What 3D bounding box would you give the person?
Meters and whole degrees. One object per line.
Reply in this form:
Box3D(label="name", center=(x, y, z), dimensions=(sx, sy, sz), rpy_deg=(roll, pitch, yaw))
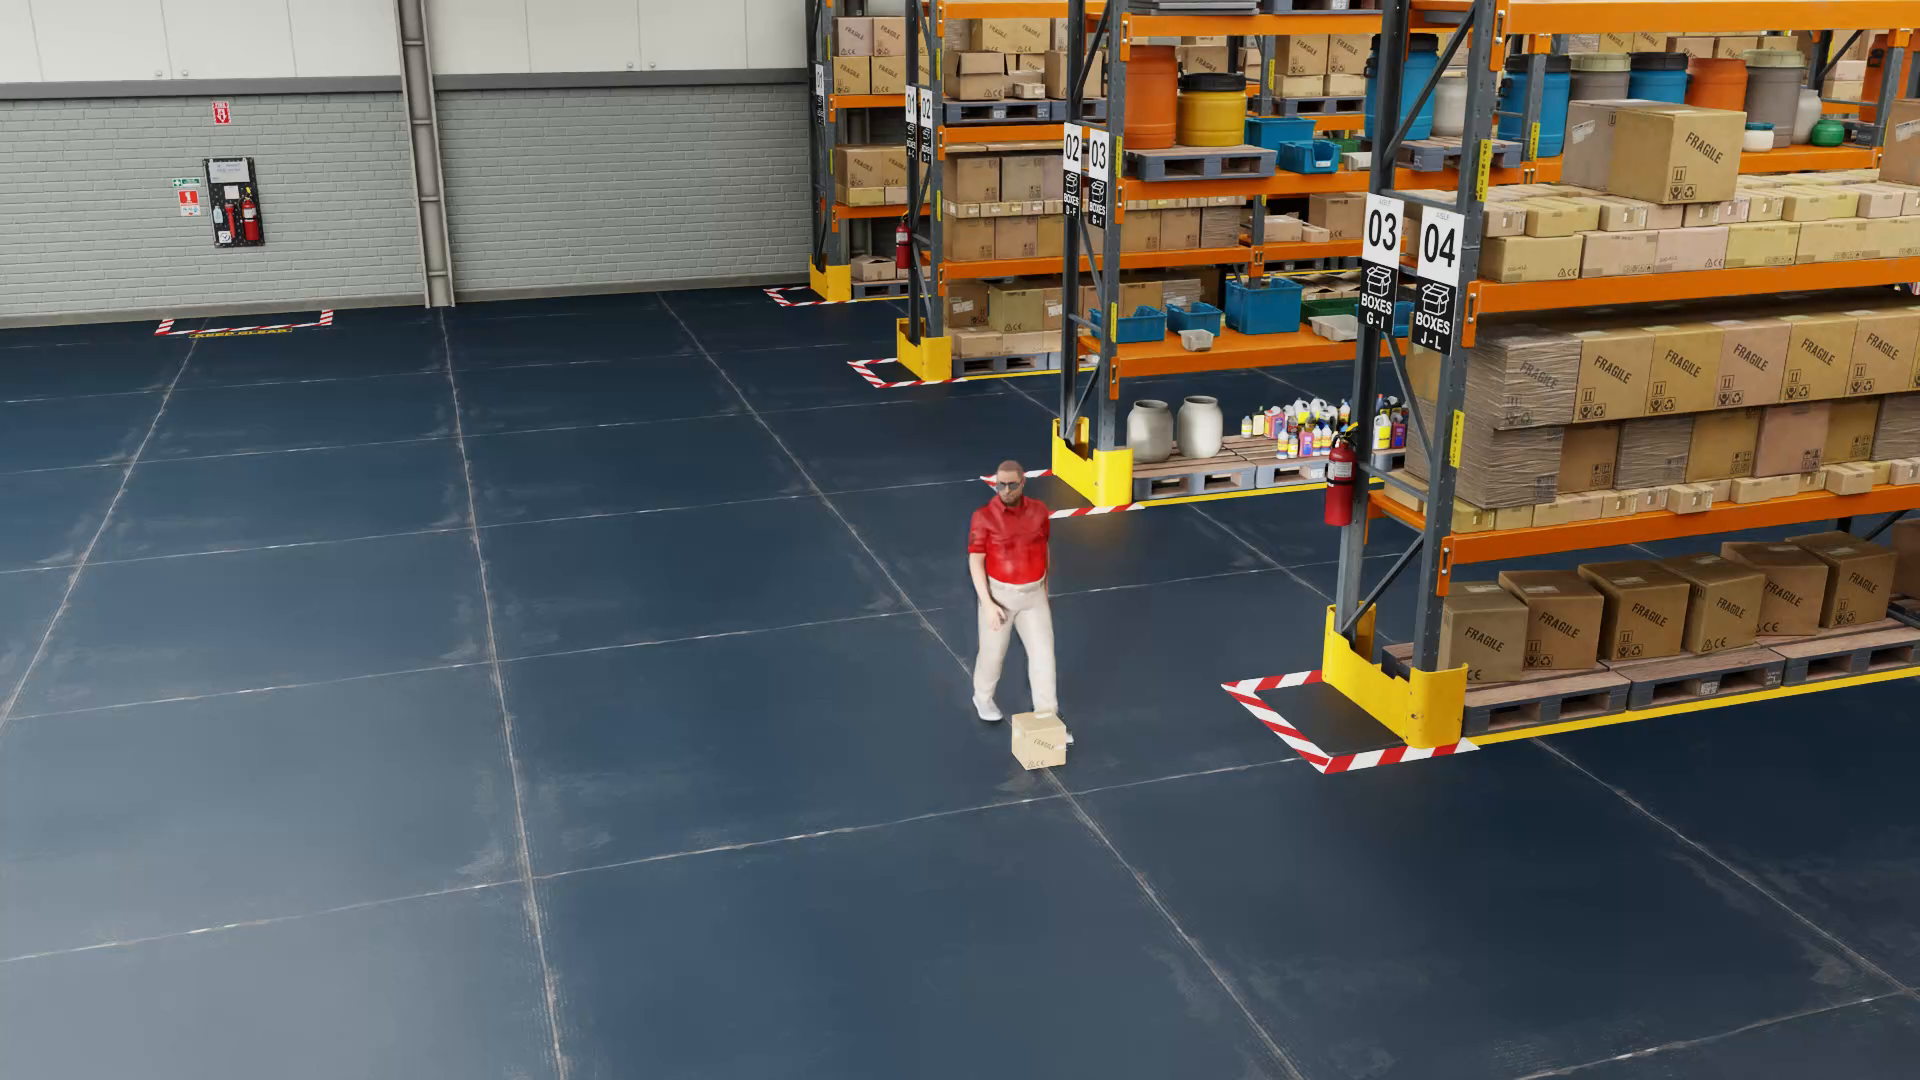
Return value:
Box3D(label="person", center=(0.359, 0.381, 10.006), dimensions=(0.569, 1.699, 0.951), rpy_deg=(-6, 20, -17))
